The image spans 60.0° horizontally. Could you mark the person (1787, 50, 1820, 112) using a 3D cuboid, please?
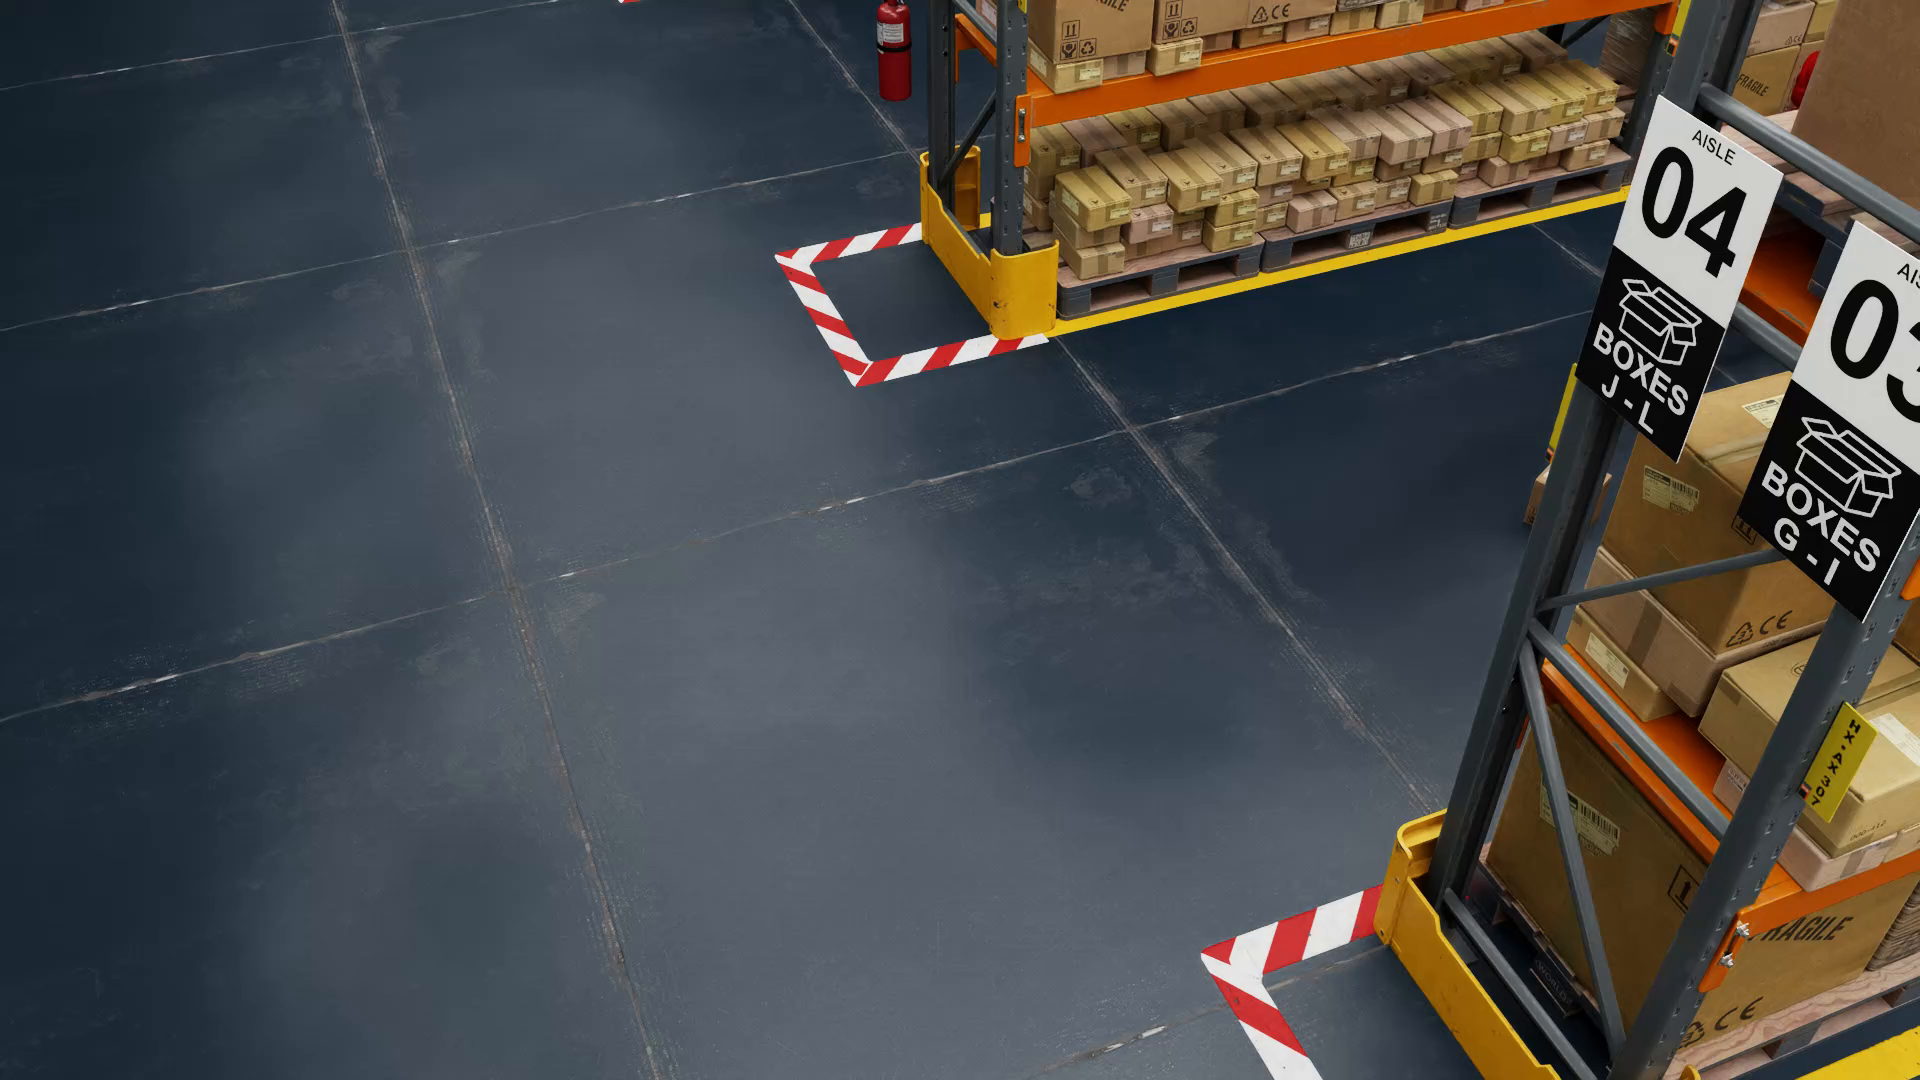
[{"bbox_3d":[4.245,-1.801,8.175,0.505,1.714,0.544,-26,48,-26],"label":"person"}]
